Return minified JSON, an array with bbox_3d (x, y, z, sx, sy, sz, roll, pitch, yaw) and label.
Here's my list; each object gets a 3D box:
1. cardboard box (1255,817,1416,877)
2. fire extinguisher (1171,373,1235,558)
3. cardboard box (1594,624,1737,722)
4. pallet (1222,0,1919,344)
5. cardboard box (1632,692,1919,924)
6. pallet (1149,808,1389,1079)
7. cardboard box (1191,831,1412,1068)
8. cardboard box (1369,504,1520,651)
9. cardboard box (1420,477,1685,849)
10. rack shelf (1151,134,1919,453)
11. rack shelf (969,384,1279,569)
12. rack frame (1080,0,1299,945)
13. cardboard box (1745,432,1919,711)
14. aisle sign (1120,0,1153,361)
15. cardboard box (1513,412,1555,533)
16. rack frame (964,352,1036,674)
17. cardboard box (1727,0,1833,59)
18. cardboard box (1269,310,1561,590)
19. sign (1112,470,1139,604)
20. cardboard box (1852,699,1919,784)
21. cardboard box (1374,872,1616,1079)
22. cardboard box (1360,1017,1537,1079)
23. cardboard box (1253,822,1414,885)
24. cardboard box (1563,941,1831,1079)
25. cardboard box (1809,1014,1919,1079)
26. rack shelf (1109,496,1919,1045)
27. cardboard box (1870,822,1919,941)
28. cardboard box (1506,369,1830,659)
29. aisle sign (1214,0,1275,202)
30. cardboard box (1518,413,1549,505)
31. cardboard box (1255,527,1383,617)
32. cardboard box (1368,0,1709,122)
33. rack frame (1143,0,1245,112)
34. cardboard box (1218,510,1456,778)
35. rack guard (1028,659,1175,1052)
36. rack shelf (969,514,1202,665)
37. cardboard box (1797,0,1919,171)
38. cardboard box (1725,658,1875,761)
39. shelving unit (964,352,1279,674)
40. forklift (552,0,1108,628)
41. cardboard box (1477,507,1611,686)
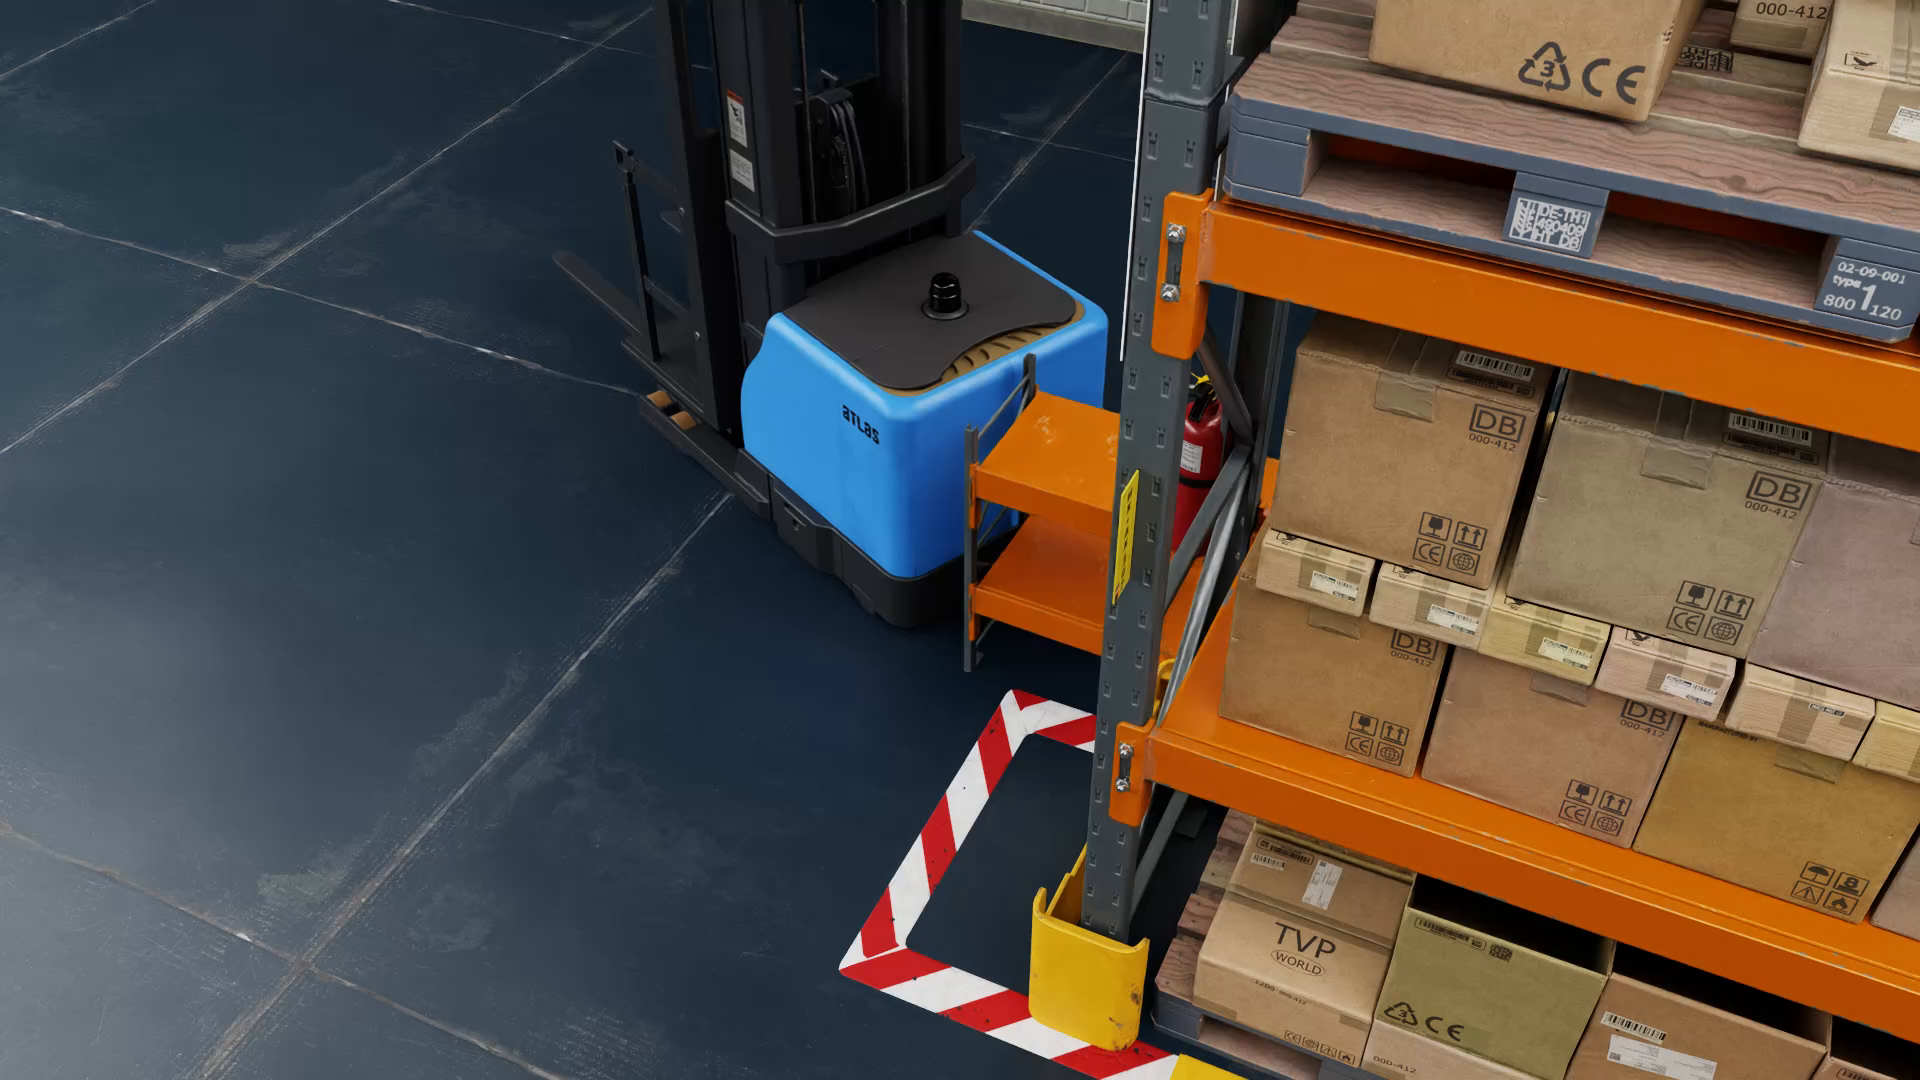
[{"bbox_3d":[1.224,0.595,4.980,0.500,0.500,0.500,17,44,19],"label":"cardboard box"},{"bbox_3d":[0.702,-0.254,4.811,0.183,0.674,0.296,17,44,19],"label":"fire extinguisher"},{"bbox_3d":[1.571,0.192,3.667,0.250,0.149,0.380,16,44,18],"label":"cardboard box"},{"bbox_3d":[1.242,-0.863,3.233,1.213,0.211,1.003,17,44,19],"label":"pallet"},{"bbox_3d":[1.956,0.408,3.912,0.500,0.500,0.700,17,44,19],"label":"cardboard box"},{"bbox_3d":[1.323,1.266,5.128,1.213,0.211,1.003,17,44,19],"label":"pallet"},{"bbox_3d":[1.005,1.187,4.870,0.500,0.250,0.500,17,44,19],"label":"cardboard box"},{"bbox_3d":[1.118,0.051,3.830,0.250,0.149,0.380,16,43,18],"label":"cardboard box"},{"bbox_3d":[1.508,0.267,4.075,0.500,0.500,0.700,18,44,20],"label":"cardboard box"},{"bbox_3d":[2.425,-0.282,3.044,4.000,0.370,1.077,17,44,19],"label":"rack shelf"},{"bbox_3d":[0.594,-0.150,5.617,1.000,0.278,0.538,18,44,20],"label":"rack shelf"},{"bbox_3d":[0.613,0.026,4.430,0.127,3.000,1.000,17,44,19],"label":"rack frame"},{"bbox_3d":[2.014,-0.069,3.473,0.500,0.500,0.700,17,44,19],"label":"cardboard box"},{"bbox_3d":[0.424,-0.793,3.390,0.004,0.787,0.394,17,44,19],"label":"aisle sign"},{"bbox_3d":[1.509,-0.122,4.029,0.250,0.149,0.380,16,44,18],"label":"cardboard box"},{"bbox_3d":[0.140,-0.078,5.982,0.032,1.125,0.500,18,44,20],"label":"rack frame"},{"bbox_3d":[1.768,-1.100,3.126,0.500,0.250,0.500,17,44,19],"label":"cardboard box"},{"bbox_3d":[1.078,-0.351,3.798,0.500,0.500,0.700,17,44,19],"label":"cardboard box"},{"bbox_3d":[0.372,-0.004,3.743,0.005,0.325,0.100,17,44,19],"label":"sign"},{"bbox_3d":[2.045,0.335,3.502,0.250,0.149,0.380,16,44,18],"label":"cardboard box"},{"bbox_3d":[1.458,1.041,4.465,0.500,0.500,0.500,17,44,19],"label":"cardboard box"},{"bbox_3d":[1.459,1.323,4.712,0.500,0.250,0.500,17,44,19],"label":"cardboard box"},{"bbox_3d":[1.223,0.879,5.224,0.500,0.250,0.500,17,44,19],"label":"cardboard box"},{"bbox_3d":[1.917,1.171,4.315,0.500,0.500,0.500,17,44,19],"label":"cardboard box"},{"bbox_3d":[2.363,1.320,4.143,0.500,0.500,0.500,17,44,19],"label":"cardboard box"},{"bbox_3d":[2.425,0.851,4.027,4.000,0.370,1.077,17,44,19],"label":"rack shelf"},{"bbox_3d":[2.434,0.552,3.747,0.500,0.500,0.700,18,44,20],"label":"cardboard box"},{"bbox_3d":[1.557,-0.208,3.633,0.500,0.500,0.700,16,43,18],"label":"cardboard box"},{"bbox_3d":[0.677,-1.149,3.801,0.004,0.787,0.394,17,44,19],"label":"aisle sign"},{"bbox_3d":[1.277,-0.193,4.111,0.250,0.149,0.380,18,44,20],"label":"cardboard box"},{"bbox_3d":[0.877,-0.021,3.912,0.250,0.149,0.380,17,44,18],"label":"cardboard box"},{"bbox_3d":[1.132,-1.197,3.044,0.637,0.503,0.797,20,45,22],"label":"cardboard box"},{"bbox_3d":[0.613,-2.241,2.465,0.127,3.000,1.000,17,44,19],"label":"rack frame"},{"bbox_3d":[1.030,0.125,4.239,0.500,0.500,0.700,17,44,19],"label":"cardboard box"},{"bbox_3d":[0.591,0.964,5.257,0.348,0.500,1.175,17,44,19],"label":"rack guard"},{"bbox_3d":[0.594,0.256,5.969,1.000,0.278,0.538,18,44,20],"label":"rack shelf"},{"bbox_3d":[1.604,-0.794,2.850,0.250,0.149,0.380,17,44,19],"label":"cardboard box"},{"bbox_3d":[1.813,0.264,3.583,0.250,0.149,0.380,16,43,17],"label":"cardboard box"},{"bbox_3d":[0.594,0.071,5.809,1.048,1.125,0.538,18,44,20],"label":"shelving unit"},{"bbox_3d":[-0.755,-1.681,6.451,1.130,2.935,3.031,-28,48,-28],"label":"forklift"},{"bbox_3d":[1.343,0.121,3.749,0.250,0.149,0.380,17,44,19],"label":"cardboard box"}]
